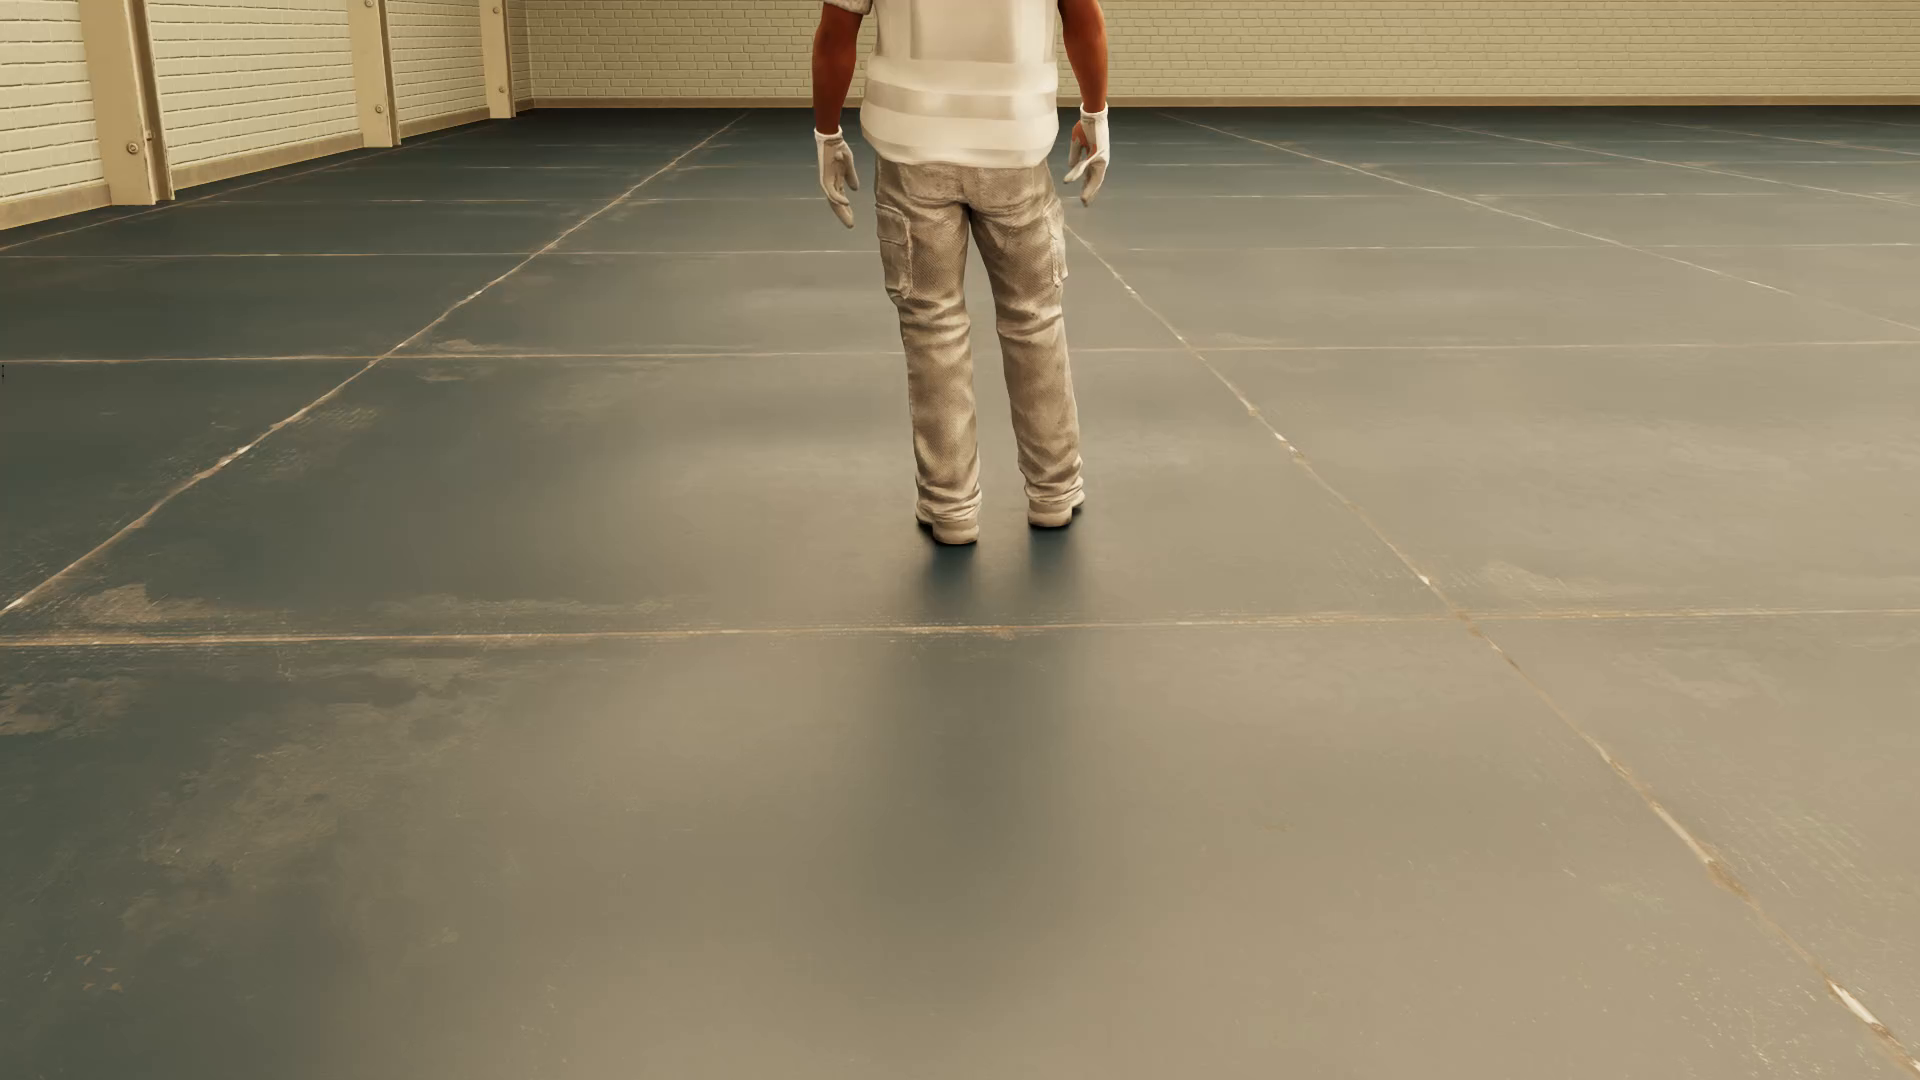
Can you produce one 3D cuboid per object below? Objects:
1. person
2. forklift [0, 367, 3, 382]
[{"bbox_3d":[0.005,-0.881,3.725,0.657,1.785,0.575,-1,17,-3],"label":"person"},{"bbox_3d":[-4.644,-1.836,4.908,3.031,2.935,1.130,5,18,16],"label":"forklift"}]
